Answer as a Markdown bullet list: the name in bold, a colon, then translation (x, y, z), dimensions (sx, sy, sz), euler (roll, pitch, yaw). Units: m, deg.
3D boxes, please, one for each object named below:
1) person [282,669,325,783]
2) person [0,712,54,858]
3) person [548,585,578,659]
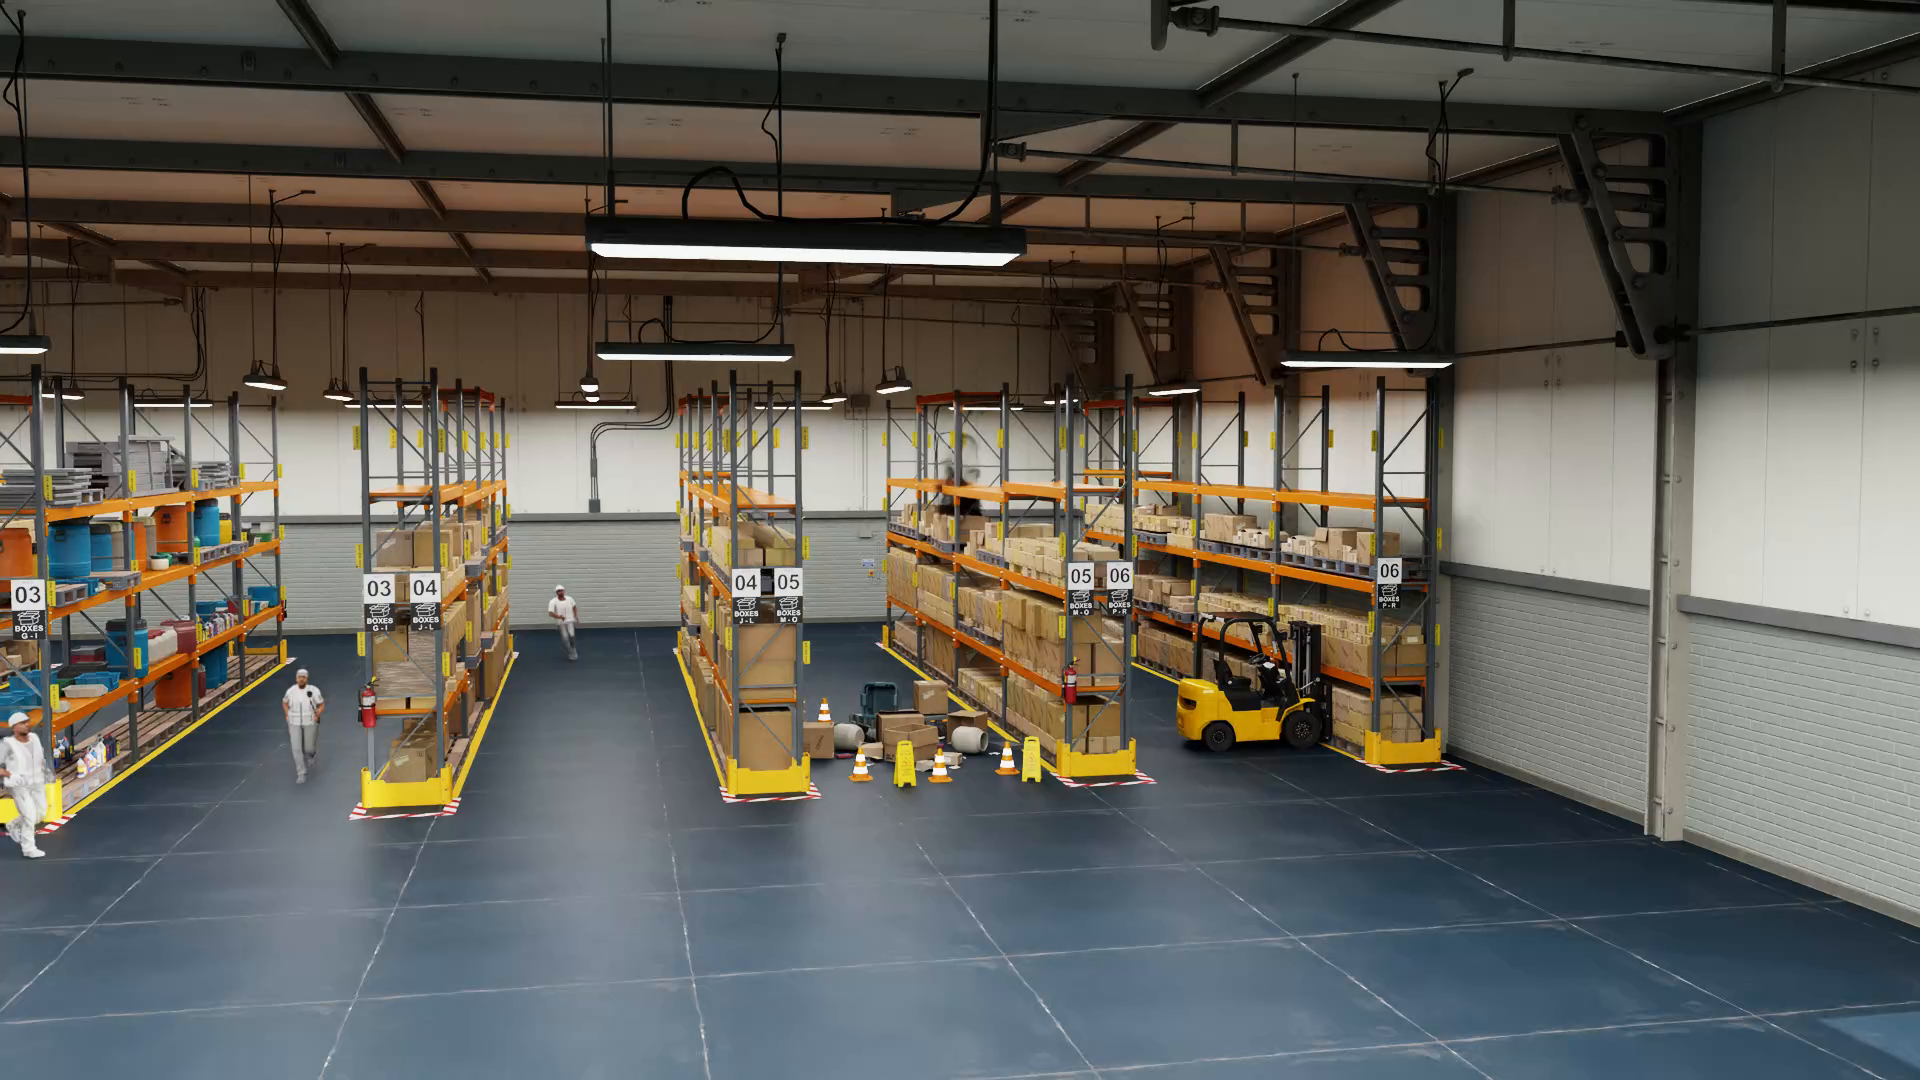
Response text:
- **person**: translation (-9.742, 2.733, 24.651), dimensions (0.593, 1.651, 0.745), euler (-1, 4, -14)
- **person**: translation (-11.316, 2.935, 20.011), dimensions (0.674, 1.739, 0.704), euler (1, 4, 20)
- **person**: translation (-8.992, 1.881, 37.788), dimensions (0.690, 1.713, 0.656), euler (-1, 4, -24)
